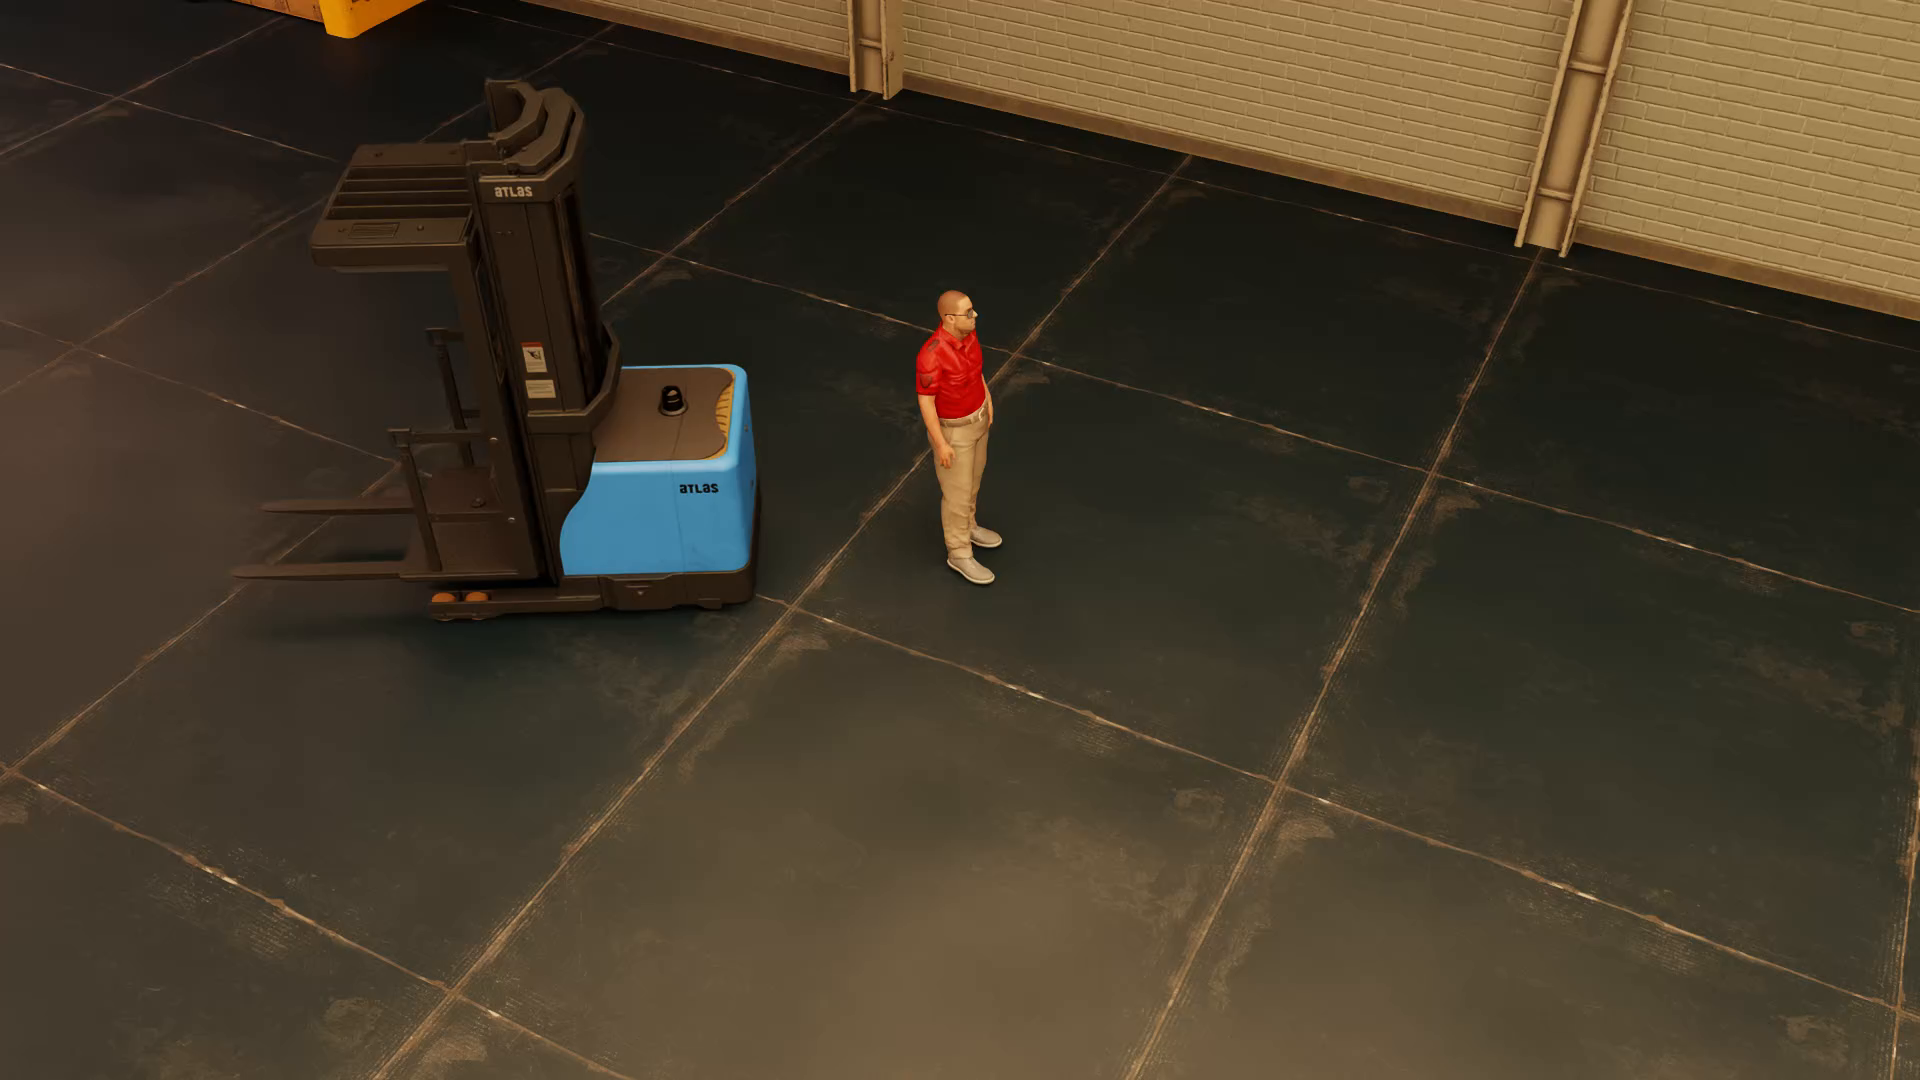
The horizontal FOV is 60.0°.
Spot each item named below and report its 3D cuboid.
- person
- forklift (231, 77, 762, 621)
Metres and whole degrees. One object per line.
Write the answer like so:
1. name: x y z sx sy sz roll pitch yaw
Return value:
1. person: 0.075 -0.634 9.660 0.550 1.728 0.641 18 43 21
2. forklift: -2.742 -0.999 9.172 3.031 2.935 1.130 -1 40 -2
